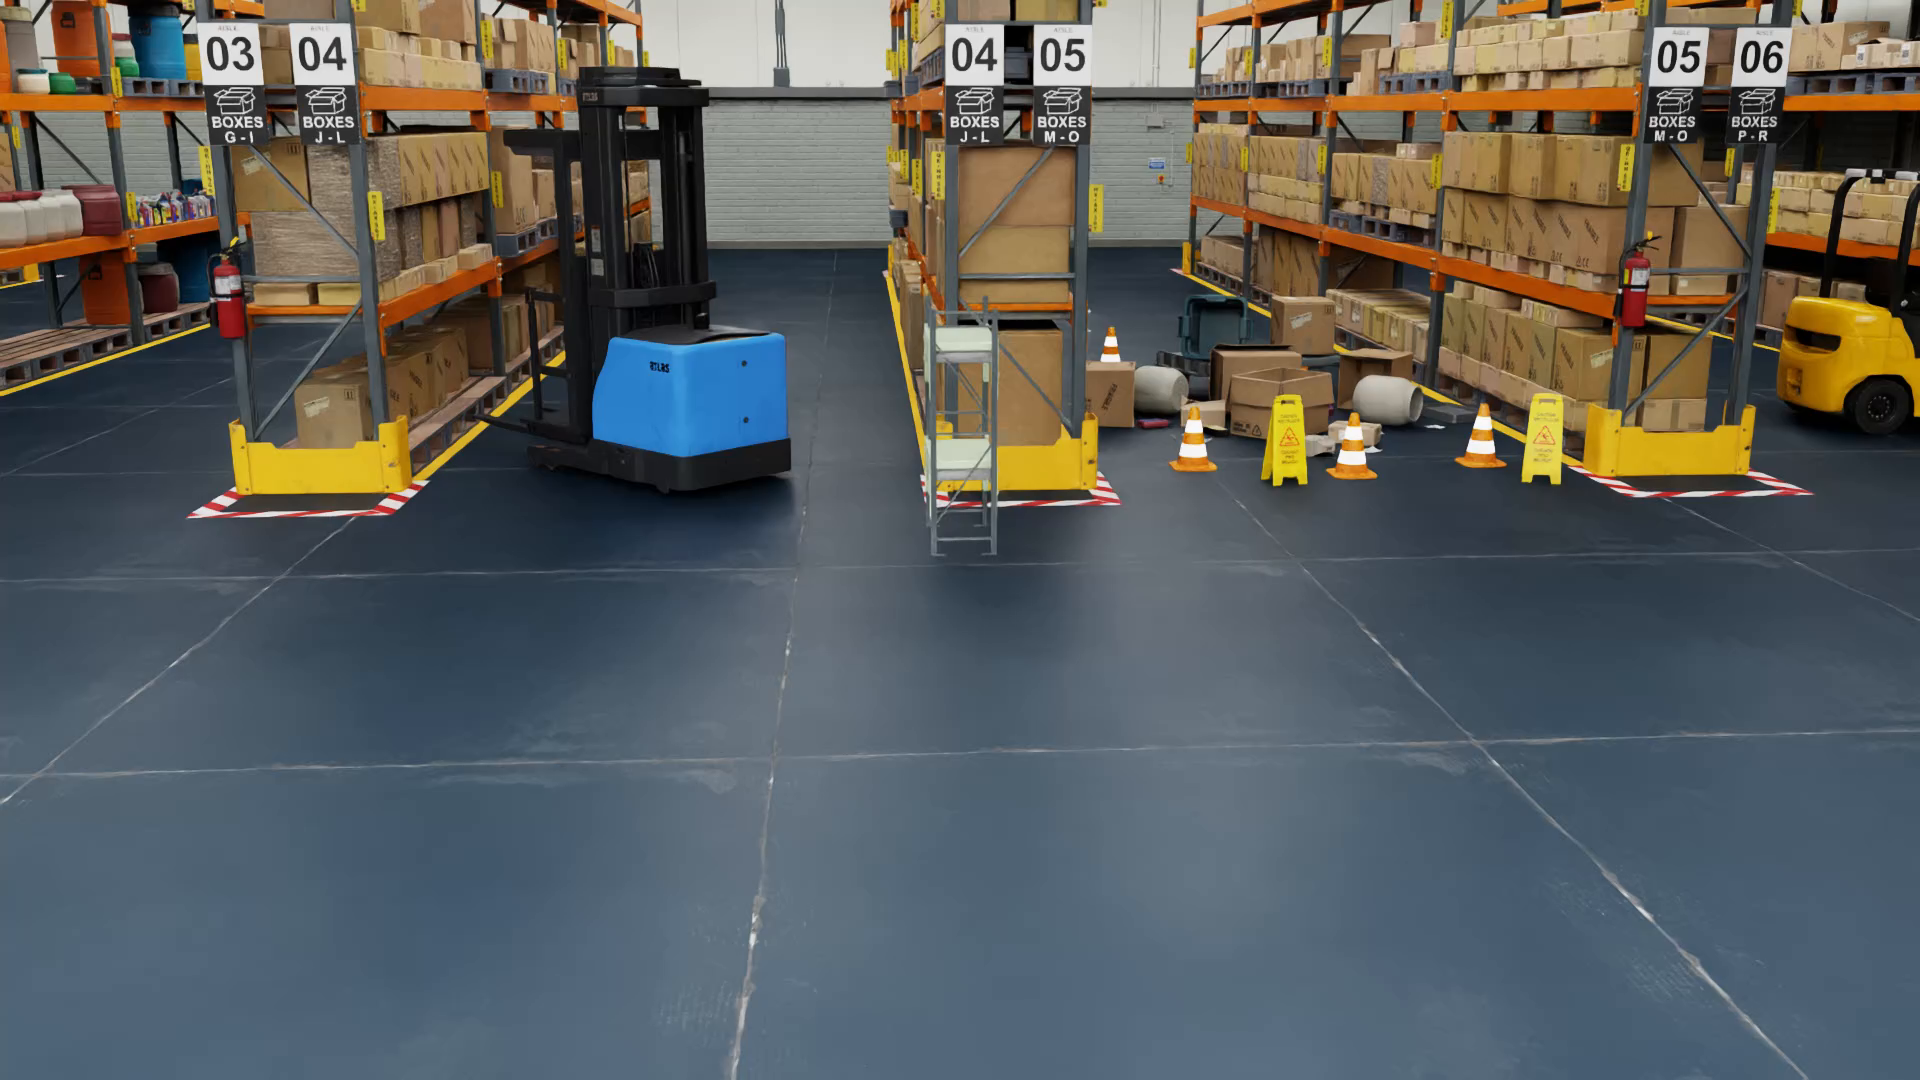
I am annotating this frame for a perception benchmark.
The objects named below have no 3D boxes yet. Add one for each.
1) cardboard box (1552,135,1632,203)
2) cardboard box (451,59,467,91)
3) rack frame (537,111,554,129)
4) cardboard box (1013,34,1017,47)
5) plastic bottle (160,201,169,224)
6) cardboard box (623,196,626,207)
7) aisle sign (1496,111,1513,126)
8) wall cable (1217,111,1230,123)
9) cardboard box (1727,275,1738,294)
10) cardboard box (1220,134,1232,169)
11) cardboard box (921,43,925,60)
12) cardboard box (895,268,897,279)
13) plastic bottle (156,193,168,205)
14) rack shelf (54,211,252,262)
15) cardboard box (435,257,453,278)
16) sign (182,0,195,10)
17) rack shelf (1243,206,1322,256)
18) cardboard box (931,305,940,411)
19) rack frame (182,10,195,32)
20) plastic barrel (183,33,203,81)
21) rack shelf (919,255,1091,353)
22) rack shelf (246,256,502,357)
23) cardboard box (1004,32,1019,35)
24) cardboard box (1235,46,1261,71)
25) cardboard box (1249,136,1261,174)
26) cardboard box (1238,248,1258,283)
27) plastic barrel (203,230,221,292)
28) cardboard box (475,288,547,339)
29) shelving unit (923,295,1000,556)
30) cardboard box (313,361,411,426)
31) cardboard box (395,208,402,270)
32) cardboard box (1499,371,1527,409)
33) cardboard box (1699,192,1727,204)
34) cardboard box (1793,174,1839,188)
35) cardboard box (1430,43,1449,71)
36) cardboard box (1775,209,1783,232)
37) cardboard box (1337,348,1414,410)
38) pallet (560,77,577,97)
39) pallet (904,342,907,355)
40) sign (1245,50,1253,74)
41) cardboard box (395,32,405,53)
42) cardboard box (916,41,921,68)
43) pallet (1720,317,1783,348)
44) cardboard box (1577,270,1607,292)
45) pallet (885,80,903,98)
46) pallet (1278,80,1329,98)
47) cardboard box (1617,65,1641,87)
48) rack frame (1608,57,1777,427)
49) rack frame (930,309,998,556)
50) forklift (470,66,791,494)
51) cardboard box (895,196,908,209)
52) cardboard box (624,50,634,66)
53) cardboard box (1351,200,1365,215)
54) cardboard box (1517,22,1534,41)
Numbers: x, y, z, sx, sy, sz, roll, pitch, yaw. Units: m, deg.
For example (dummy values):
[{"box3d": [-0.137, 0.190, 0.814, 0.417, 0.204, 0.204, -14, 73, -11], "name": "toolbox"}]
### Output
[{"box3d": [5.056, -2.884, 12.912, 0.700, 0.500, 0.500, -1, 14, -3], "name": "cardboard box"}, {"box3d": [-4.499, -3.940, 14.102, 0.500, 0.250, 0.500, -1, 14, -2], "name": "cardboard box"}, {"box3d": [-5.305, -4.789, 23.121, 1.000, 3.000, 0.127, -1, 14, -3], "name": "rack frame"}, {"box3d": [0.615, -3.843, 12.884, 0.380, 0.149, 0.250, -1, 14, -4], "name": "cardboard box"}, {"box3d": [-9.736, -4.003, 20.324, 0.097, 0.271, 0.097, 0, 14, 0], "name": "plastic bottle"}, {"box3d": [-5.025, -4.877, 23.966, 0.380, 0.149, 0.250, 0, 14, -2], "name": "cardboard box"}, {"box3d": [8.994, -7.286, 27.607, 0.394, 0.787, 0.004, -1, 14, -3], "name": "aisle sign"}, {"box3d": [5.380, -7.856, 33.000, 0.588, 1.984, 0.122, -1, 14, -3], "name": "wall cable"}, {"box3d": [9.547, -3.120, 20.805, 0.500, 0.500, 0.500, 0, 14, -2], "name": "cardboard box"}, {"box3d": [4.217, -5.841, 25.000, 0.500, 0.500, 0.500, -1, 14, -3], "name": "cardboard box"}, {"box3d": [-0.138, -4.212, 14.317, 0.380, 0.149, 0.250, -1, 14, -4], "name": "cardboard box"}, {"box3d": [-0.777, -4.013, 24.982, 0.380, 0.149, 0.250, -1, 14, -4], "name": "cardboard box"}, {"box3d": [-9.940, -4.156, 20.757, 0.144, 0.351, 0.185, -1, 14, -3], "name": "plastic bottle"}, {"box3d": [-10.125, -3.867, 20.980, 1.077, 0.370, 4.000, -1, 14, -3], "name": "rack shelf"}, {"box3d": [-4.425, -2.256, 13.778, 0.380, 0.149, 0.250, -1, 14, -3], "name": "cardboard box"}, {"box3d": [-5.117, -3.683, 11.023, 0.100, 0.325, 0.005, -1, 14, -3], "name": "sign"}, {"box3d": [4.710, -4.096, 21.872, 1.077, 0.370, 4.000, -1, 14, -3], "name": "rack shelf"}, {"box3d": [0.230, -1.417, 13.436, 0.875, 0.875, 0.875, -1, 14, -4], "name": "cardboard box"}, {"box3d": [-10.245, -7.618, 22.076, 0.949, 2.616, 0.053, -1, 14, -3], "name": "rack frame"}, {"box3d": [-9.990, -6.236, 21.504, 0.600, 0.588, 0.600, 0, 14, 0], "name": "plastic barrel"}, {"box3d": [0.271, -2.005, 13.744, 1.077, 0.370, 4.000, -1, 14, -3], "name": "rack shelf"}, {"box3d": [-4.686, -1.954, 13.544, 1.077, 0.370, 4.000, -1, 14, -3], "name": "rack shelf"}, {"box3d": [0.557, -4.008, 12.725, 0.500, 0.250, 0.500, -1, 14, -4], "name": "cardboard box"}, {"box3d": [4.470, -7.032, 24.565, 0.797, 0.503, 0.637, 0, 14, 1], "name": "cardboard box"}, {"box3d": [4.326, -5.361, 23.136, 0.500, 0.500, 0.500, -1, 14, -3], "name": "cardboard box"}, {"box3d": [4.654, -4.063, 24.595, 0.875, 0.438, 0.875, -1, 14, -4], "name": "cardboard box"}, {"box3d": [-10.232, -3.764, 22.506, 0.600, 0.901, 0.708, -1, 14, -3], "name": "plastic barrel"}, {"box3d": [-4.949, -2.493, 18.329, 0.700, 0.500, 0.500, -2, 15, -8], "name": "cardboard box"}, {"box3d": [0.000, -0.725, 10.333, 0.431, 1.500, 0.755, -1, 14, -3], "name": "shelving unit"}, {"box3d": [-4.655, -1.101, 12.961, 0.500, 0.500, 0.500, 3, 15, 11], "name": "cardboard box"}, {"box3d": [-4.719, -2.257, 12.481, 0.875, 0.500, 0.500, -1, 14, -3], "name": "cardboard box"}, {"box3d": [4.948, -1.285, 14.178, 0.500, 0.250, 0.500, -1, 14, -5], "name": "cardboard box"}, {"box3d": [9.364, -4.264, 20.741, 0.380, 0.149, 0.250, -1, 14, -2], "name": "cardboard box"}, {"box3d": [9.647, -4.047, 18.733, 0.380, 0.149, 0.250, -1, 14, -3], "name": "cardboard box"}, {"box3d": [4.901, -4.679, 16.131, 0.500, 0.250, 0.500, -1, 14, -5], "name": "cardboard box"}, {"box3d": [9.597, -3.713, 19.239, 0.500, 0.250, 0.500, -1, 14, -5], "name": "cardboard box"}, {"box3d": [3.790, -1.456, 15.176, 0.500, 0.500, 0.500, 10, 18, 35], "name": "cardboard box"}, {"box3d": [-5.150, -5.315, 19.523, 1.213, 0.211, 1.003, 0, 14, -1], "name": "pallet"}, {"box3d": [-0.127, -2.298, 19.035, 1.003, 0.211, 1.213, -1, 14, -3], "name": "pallet"}, {"box3d": [4.032, -6.675, 23.232, 0.100, 0.325, 0.005, -1, 14, -3], "name": "sign"}, {"box3d": [-4.363, -3.706, 12.392, 0.380, 0.149, 0.250, -1, 14, -4], "name": "cardboard box"}, {"box3d": [-0.181, -4.945, 16.841, 0.500, 0.311, 0.500, -1, 14, -5], "name": "cardboard box"}, {"box3d": [9.800, -2.469, 19.700, 1.003, 0.211, 1.213, -1, 14, -3], "name": "pallet"}, {"box3d": [4.966, -1.987, 12.734, 0.380, 0.149, 0.250, -1, 14, -4], "name": "cardboard box"}, {"box3d": [-0.349, -5.789, 21.365, 1.213, 0.211, 1.003, -1, 14, -3], "name": "pallet"}, {"box3d": [4.668, -5.746, 21.198, 1.003, 0.211, 1.213, 0, 14, -1], "name": "pallet"}, {"box3d": [5.028, -3.373, 12.102, 0.380, 0.149, 0.250, -1, 14, -3], "name": "cardboard box"}, {"box3d": [5.329, -1.958, 12.116, 1.000, 3.000, 0.127, -1, 14, -3], "name": "rack frame"}, {"box3d": [0.023, -0.634, 9.979, 0.400, 1.500, 0.023, -1, 14, -3], "name": "rack frame"}, {"box3d": [-2.670, -2.032, 12.543, 3.031, 2.935, 1.130, 13, 19, 41], "name": "forklift"}, {"box3d": [-0.590, -4.043, 19.882, 0.380, 0.149, 0.250, -1, 14, -3], "name": "cardboard box"}, {"box3d": [-5.467, -7.408, 26.037, 0.700, 0.500, 0.500, -2, 15, -7], "name": "cardboard box"}, {"box3d": [4.619, -3.737, 18.693, 0.380, 0.149, 0.250, -1, 14, -3], "name": "cardboard box"}, {"box3d": [4.910, -4.263, 13.961, 0.380, 0.149, 0.250, -1, 14, -4], "name": "cardboard box"}]
